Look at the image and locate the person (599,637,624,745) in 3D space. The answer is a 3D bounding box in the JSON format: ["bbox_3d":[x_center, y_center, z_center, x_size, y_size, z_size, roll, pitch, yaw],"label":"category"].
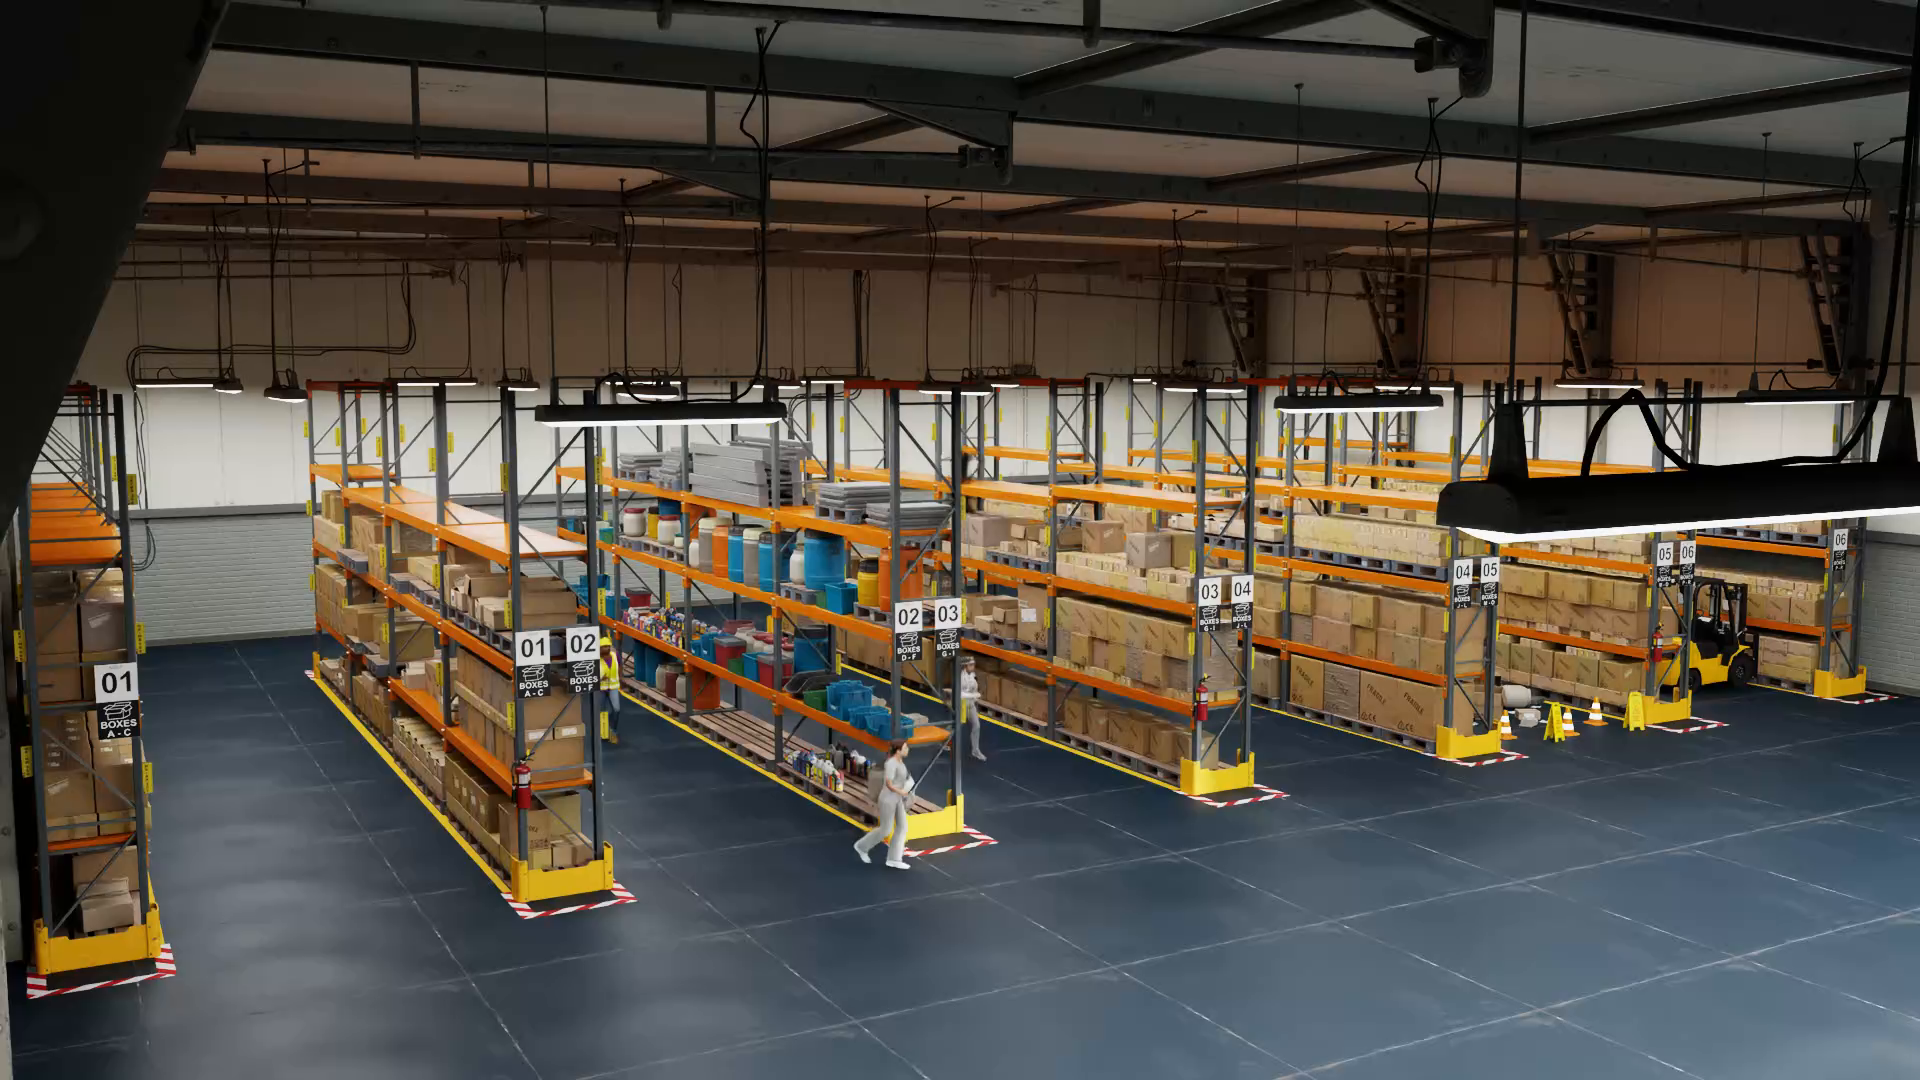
[{"bbox_3d":[-5.890,2.515,27.711,0.651,1.811,0.832,-3,7,-24],"label":"person"}]

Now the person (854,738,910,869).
[{"bbox_3d":[-0.968,3.297,20.977,0.751,1.657,0.567,2,6,16],"label":"person"}]

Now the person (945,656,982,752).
[{"bbox_3d":[0.044,2.619,26.689,0.917,1.573,0.610,6,8,43],"label":"person"}]
